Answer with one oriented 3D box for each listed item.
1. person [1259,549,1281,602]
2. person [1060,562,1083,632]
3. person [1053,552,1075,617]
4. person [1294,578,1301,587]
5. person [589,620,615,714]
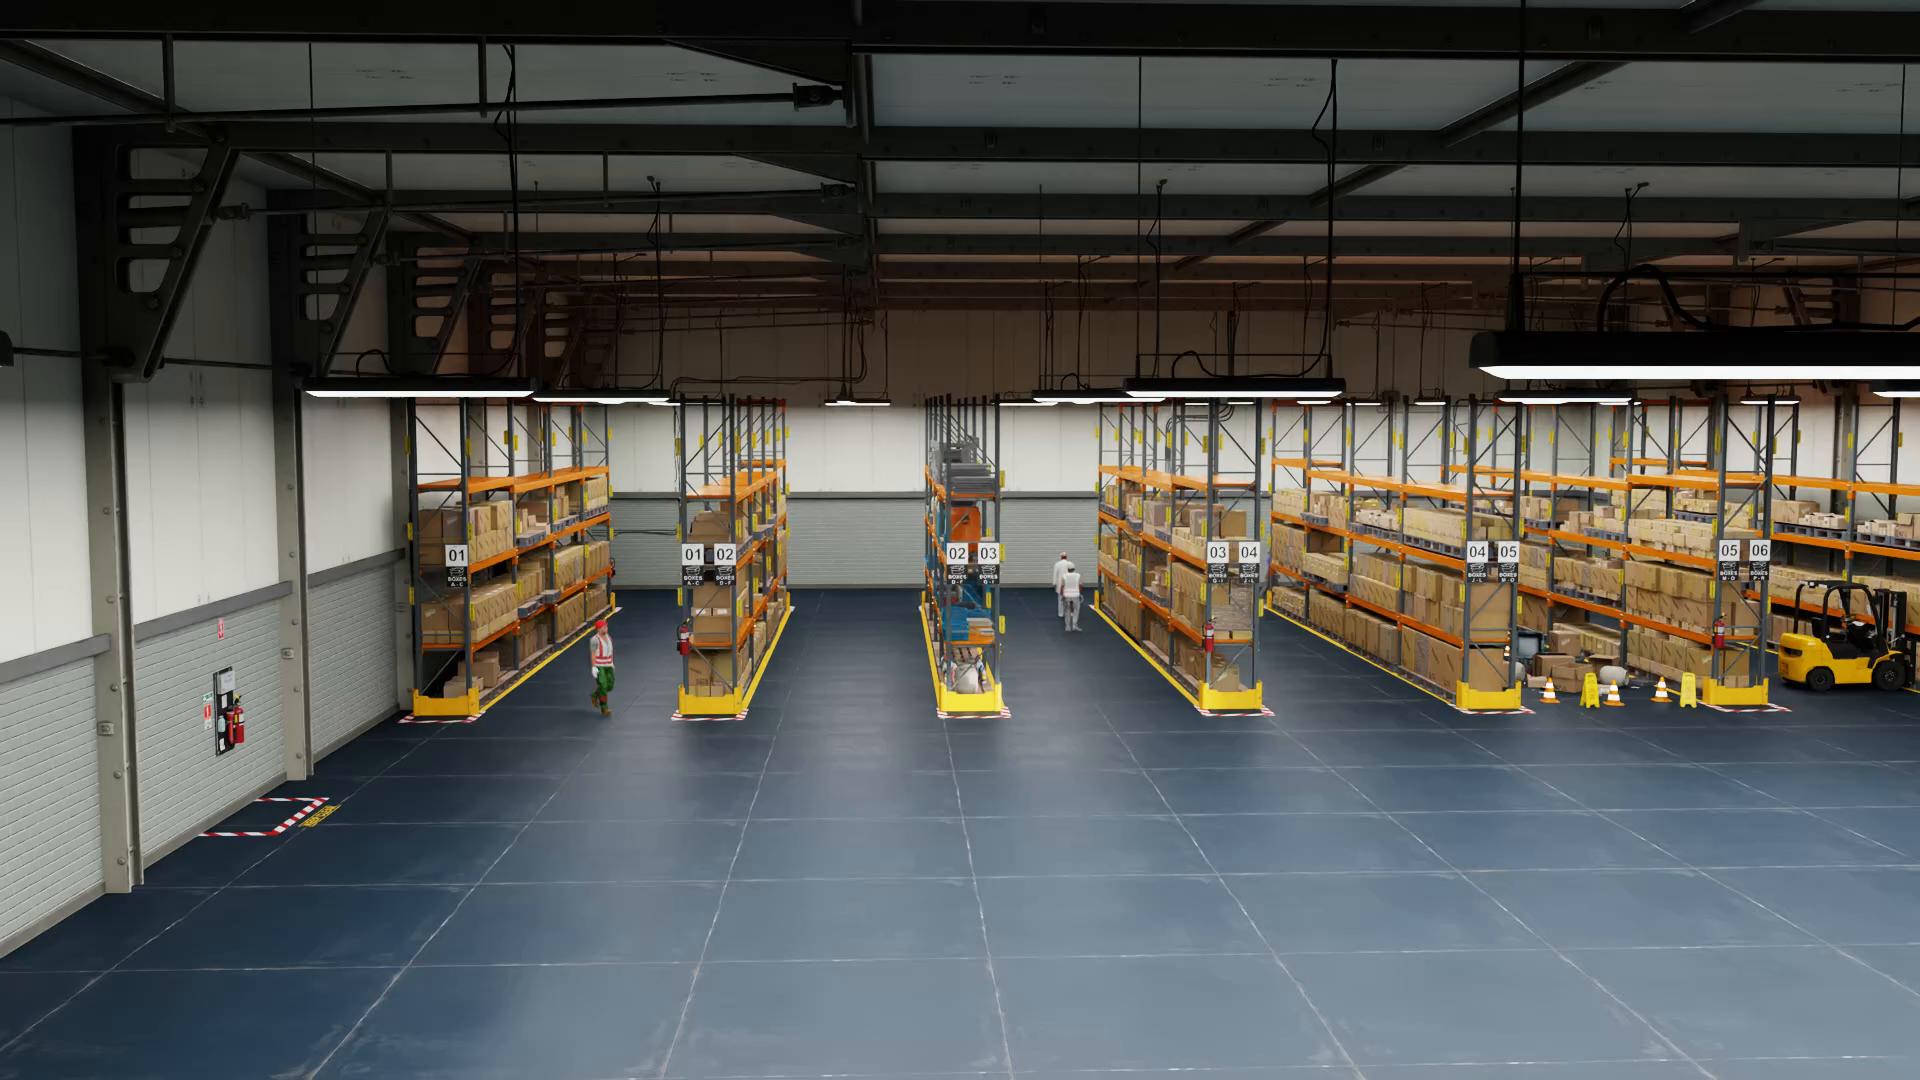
[{"bbox_3d":[9.234,1.046,48.887,0.973,1.588,0.471,0,5,5],"label":"person"},{"bbox_3d":[2.867,1.464,42.696,0.598,1.785,0.514,0,5,3],"label":"person"},{"bbox_3d":[2.855,1.282,45.700,0.609,1.669,0.634,0,5,2],"label":"person"},{"bbox_3d":[10.606,0.873,51.411,0.488,1.636,0.457,-2,5,-25],"label":"person"},{"bbox_3d":[-6.742,2.362,31.172,0.759,1.773,0.549,4,6,40],"label":"person"}]
